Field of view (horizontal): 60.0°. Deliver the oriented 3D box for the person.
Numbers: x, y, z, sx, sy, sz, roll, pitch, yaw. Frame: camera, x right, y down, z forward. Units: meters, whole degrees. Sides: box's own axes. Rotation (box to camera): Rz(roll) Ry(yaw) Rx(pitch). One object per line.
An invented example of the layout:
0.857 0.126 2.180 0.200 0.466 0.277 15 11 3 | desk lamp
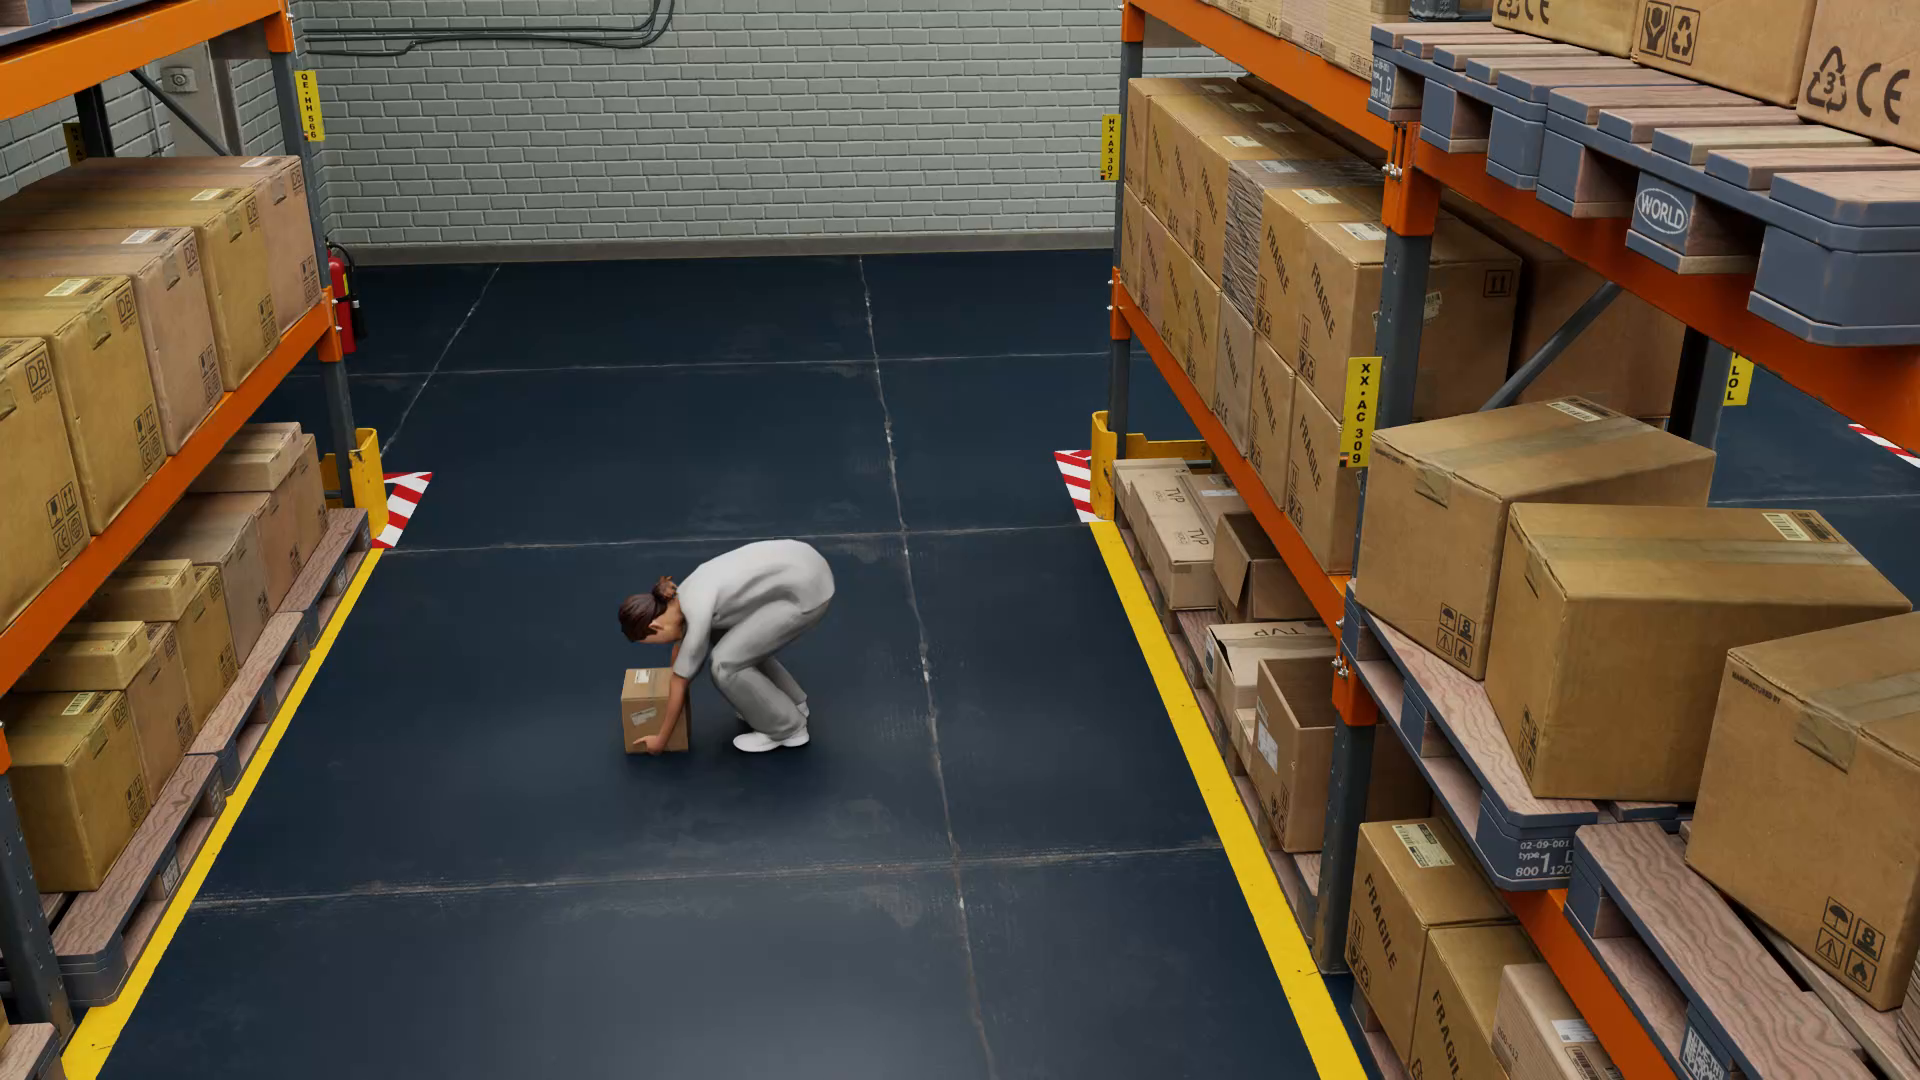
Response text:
-0.926 0.429 6.693 0.857 0.837 0.476 -3 24 -7 | person
